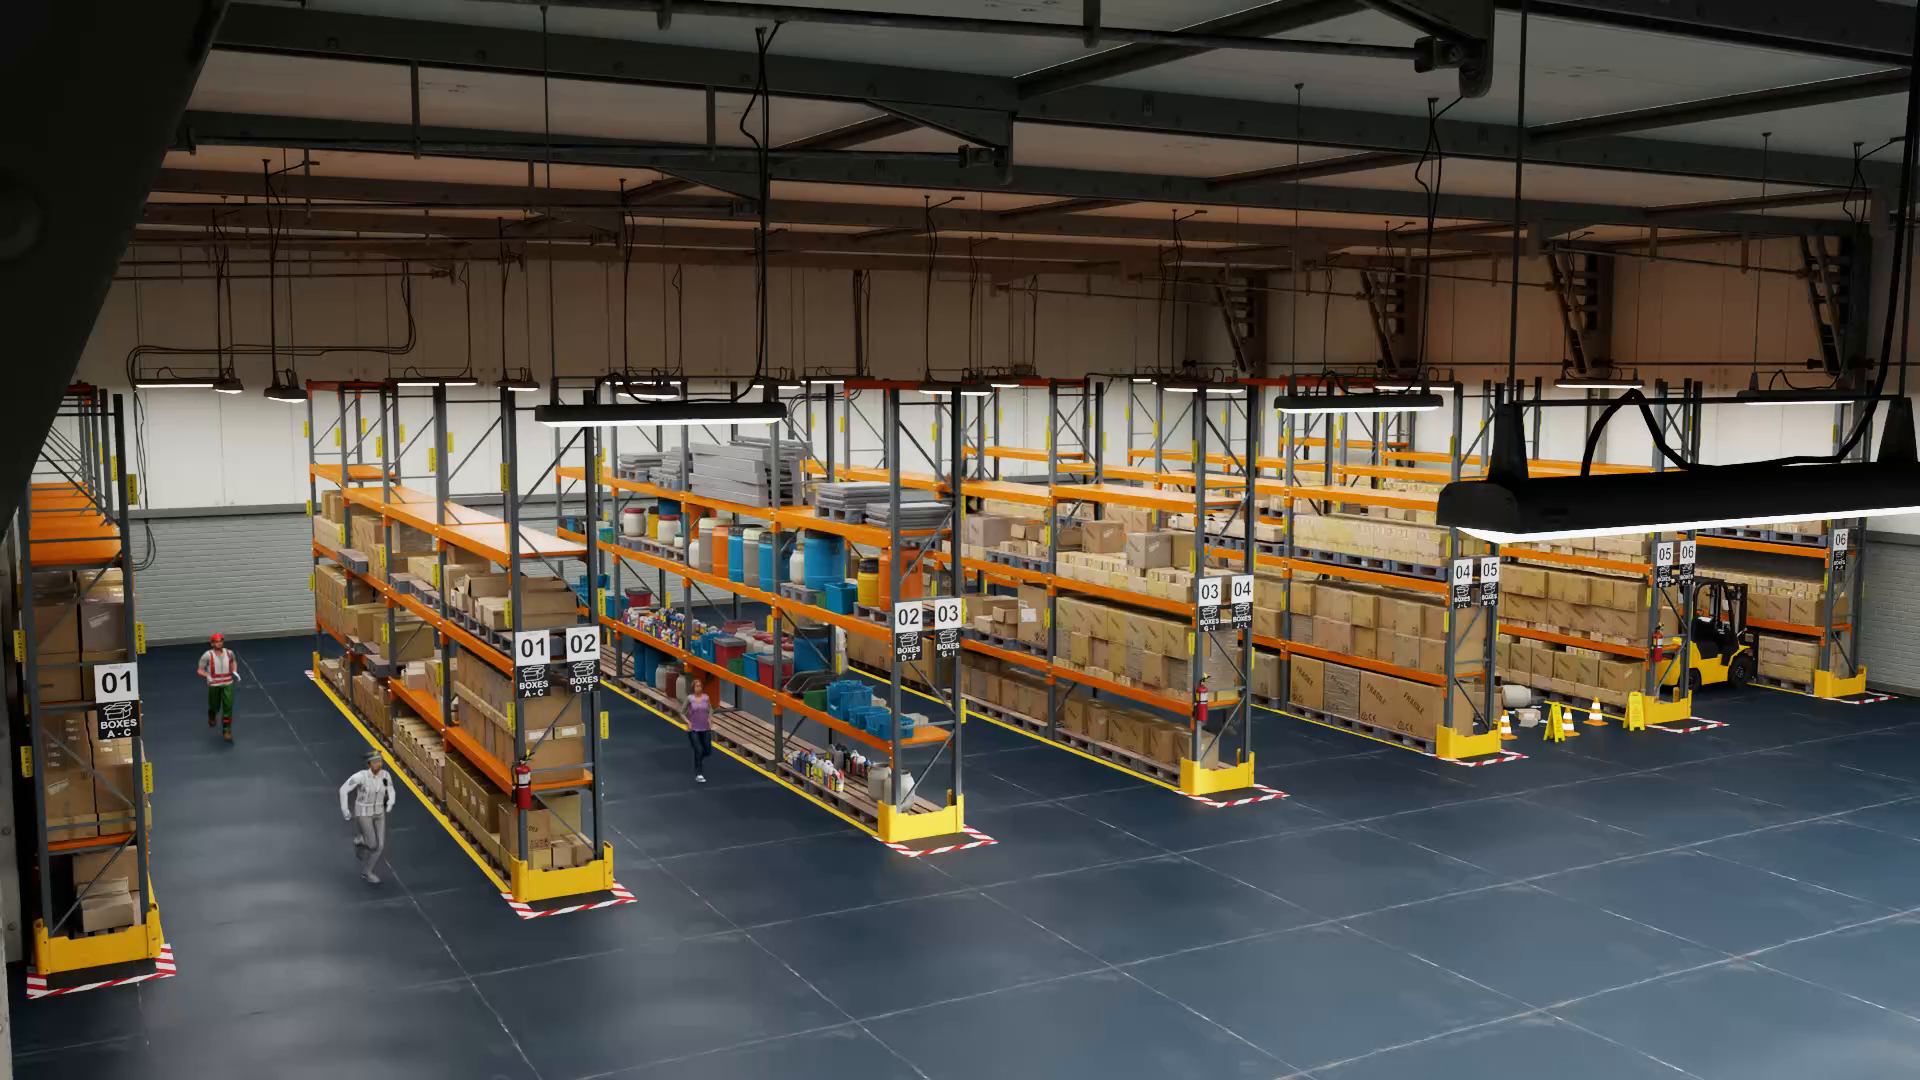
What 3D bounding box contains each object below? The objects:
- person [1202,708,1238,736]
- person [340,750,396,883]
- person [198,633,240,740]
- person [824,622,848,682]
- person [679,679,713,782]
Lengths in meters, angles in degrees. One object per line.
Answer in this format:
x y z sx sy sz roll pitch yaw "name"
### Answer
4.386 2.430 28.585 0.970 1.854 0.738 6 9 45 "person"
-7.226 3.370 20.377 0.641 1.650 0.653 6 8 44 "person"
-12.541 2.456 28.174 0.665 1.767 0.904 -5 8 -39 "person"
-2.422 2.118 32.086 0.608 1.617 0.559 -3 7 -28 "person"
-3.996 2.877 25.260 0.535 1.548 0.567 -3 7 -26 "person"
